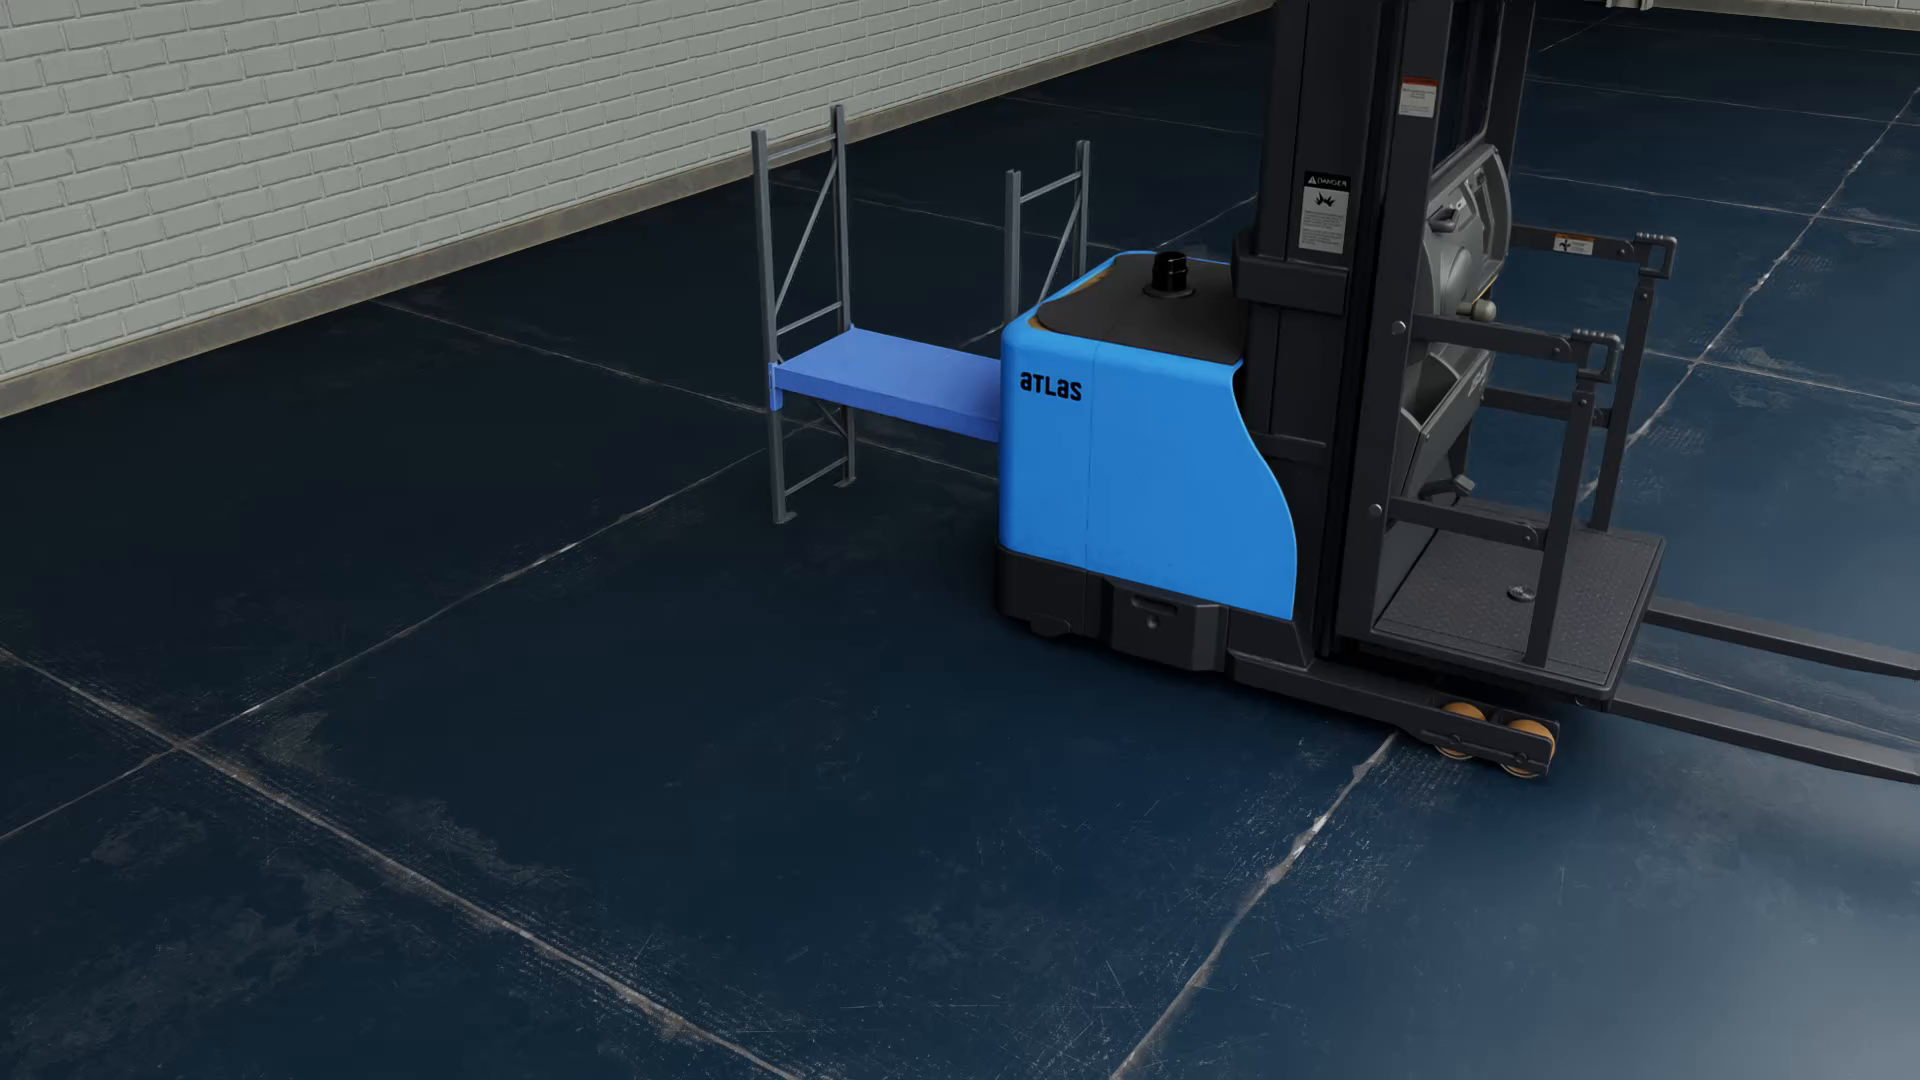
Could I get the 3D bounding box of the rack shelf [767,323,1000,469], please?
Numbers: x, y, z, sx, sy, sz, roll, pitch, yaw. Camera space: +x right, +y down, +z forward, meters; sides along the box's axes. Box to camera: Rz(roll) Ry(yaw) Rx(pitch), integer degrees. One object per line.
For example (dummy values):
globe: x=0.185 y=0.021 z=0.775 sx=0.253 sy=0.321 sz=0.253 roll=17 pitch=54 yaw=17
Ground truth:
rack shelf: x=-0.140 y=-0.540 z=6.053 sx=1.000 sy=0.185 sz=0.538 roll=16 pitch=31 yaw=28

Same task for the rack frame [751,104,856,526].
rack frame: x=-0.570 y=-0.823 z=6.214 sx=0.032 sy=1.500 sz=0.500 roll=16 pitch=31 yaw=28

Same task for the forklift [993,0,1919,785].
forklift: x=1.654 y=-0.885 z=4.757 sx=3.031 sy=2.935 sz=1.130 roll=14 pitch=30 yaw=26

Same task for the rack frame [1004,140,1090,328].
rack frame: x=0.289 y=-0.577 z=5.729 sx=0.032 sy=1.500 sz=0.500 roll=16 pitch=31 yaw=28

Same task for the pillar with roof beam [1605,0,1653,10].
pillar with roof beam: x=4.368 y=-7.828 z=11.710 sx=0.400 sy=9.000 sz=9.100 roll=17 pitch=32 yaw=30

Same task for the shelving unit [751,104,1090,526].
shelving unit: x=-0.140 y=-0.700 z=5.972 sx=1.048 sy=1.500 sz=0.538 roll=16 pitch=31 yaw=28
